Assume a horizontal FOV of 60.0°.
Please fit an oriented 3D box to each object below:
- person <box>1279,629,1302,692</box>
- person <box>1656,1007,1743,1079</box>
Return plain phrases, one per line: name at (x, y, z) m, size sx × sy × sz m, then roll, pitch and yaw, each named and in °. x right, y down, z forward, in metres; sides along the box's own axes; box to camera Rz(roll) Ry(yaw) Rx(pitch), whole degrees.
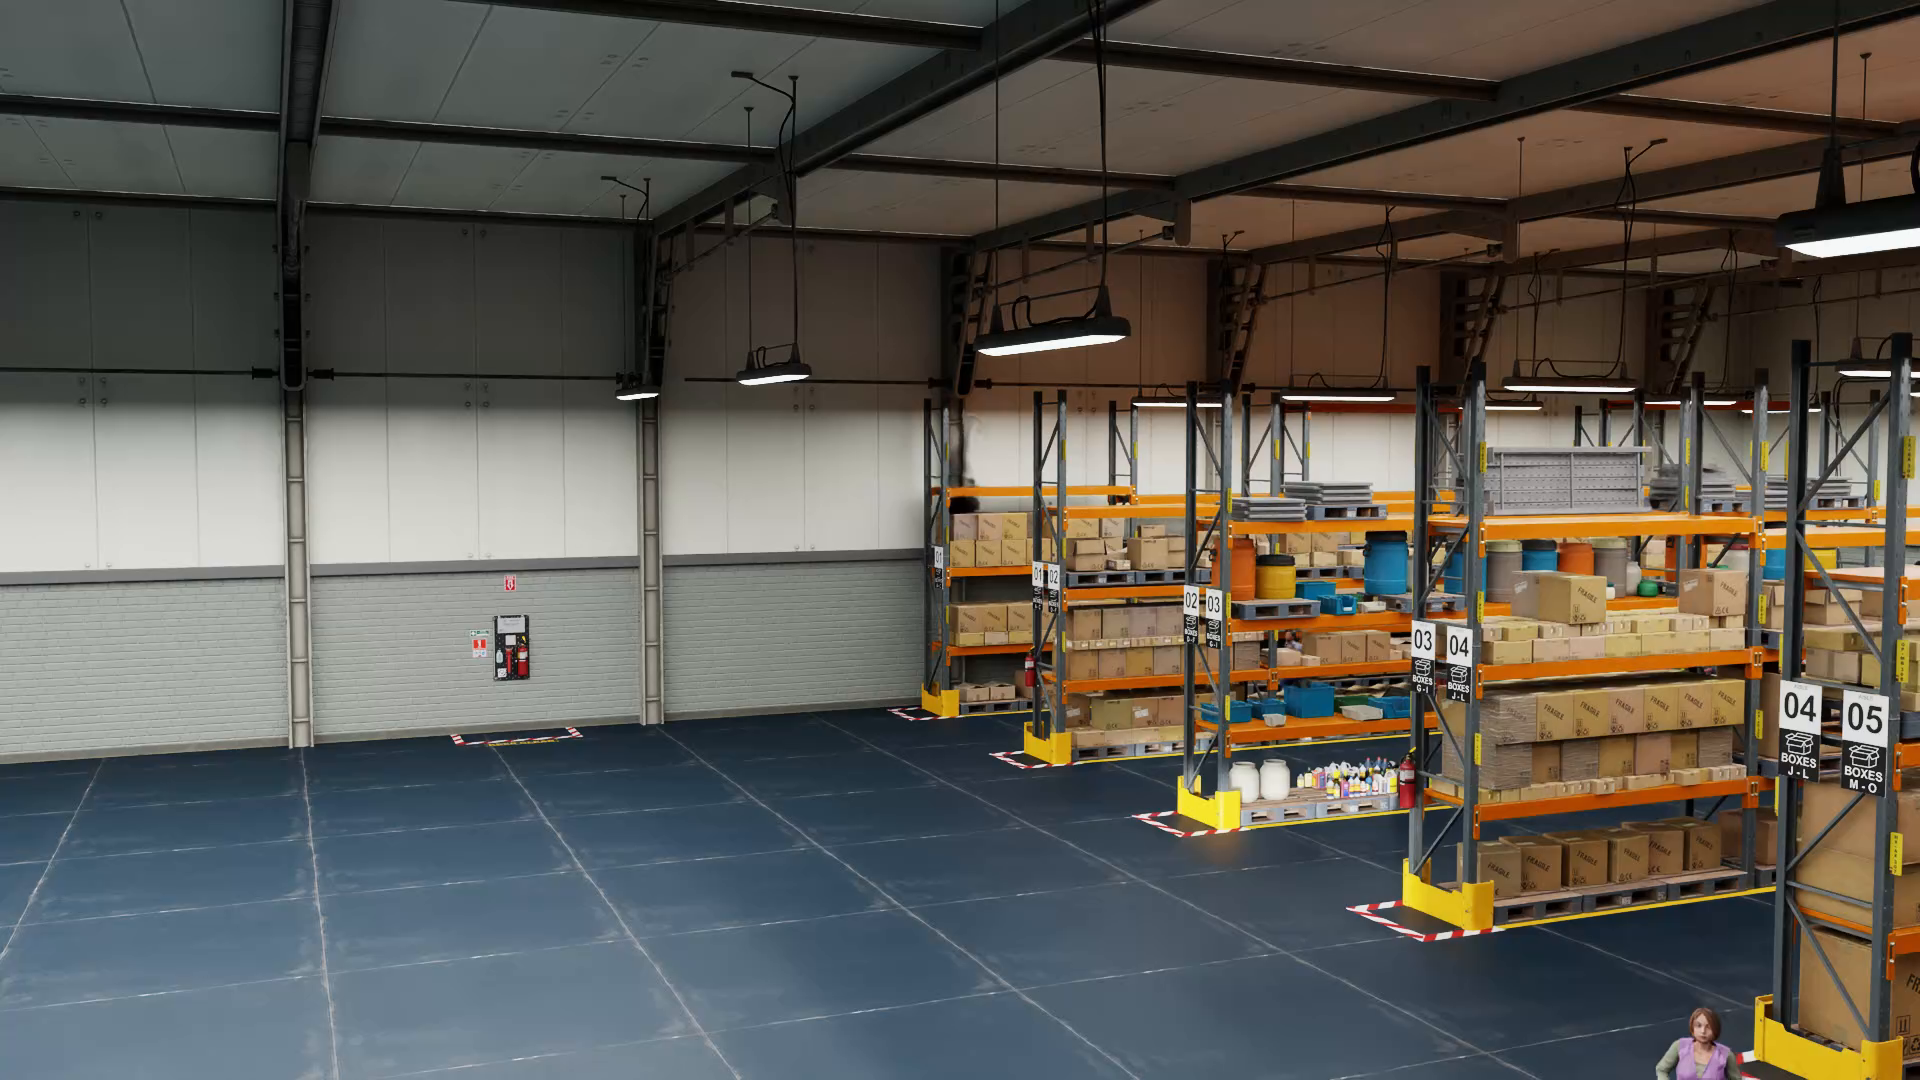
person at (6.231, 2.499, 31.556) m, size 0.577 × 1.609 × 0.592 m, roll -1°, pitch 4°, yaw -22°
person at (4.733, 3.765, 10.659) m, size 0.544 × 1.554 × 0.546 m, roll 2°, pitch 4°, yaw 28°
